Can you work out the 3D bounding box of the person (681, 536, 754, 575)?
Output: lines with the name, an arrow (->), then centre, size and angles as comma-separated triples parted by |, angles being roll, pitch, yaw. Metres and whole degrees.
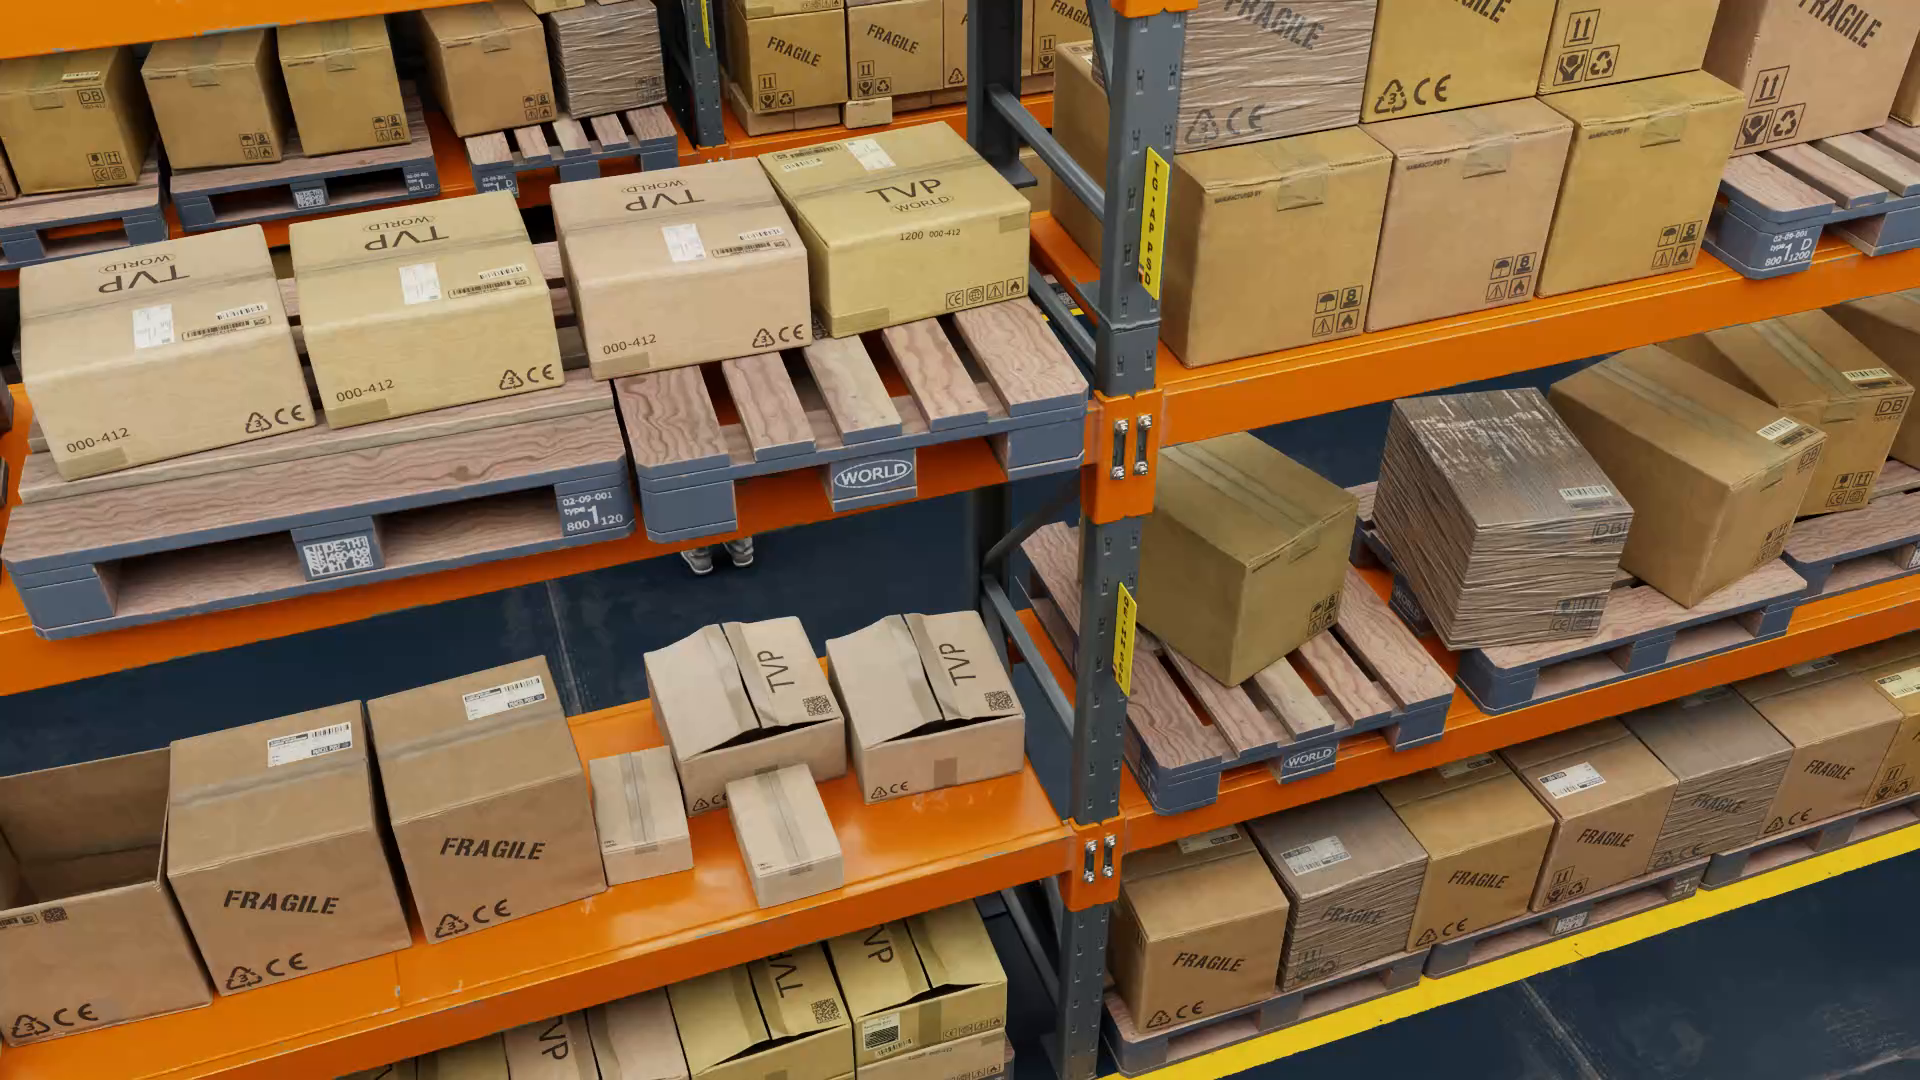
person -> -1.176, -0.577, 7.499 | 0.469, 1.690, 0.550 | -13, 40, -16
